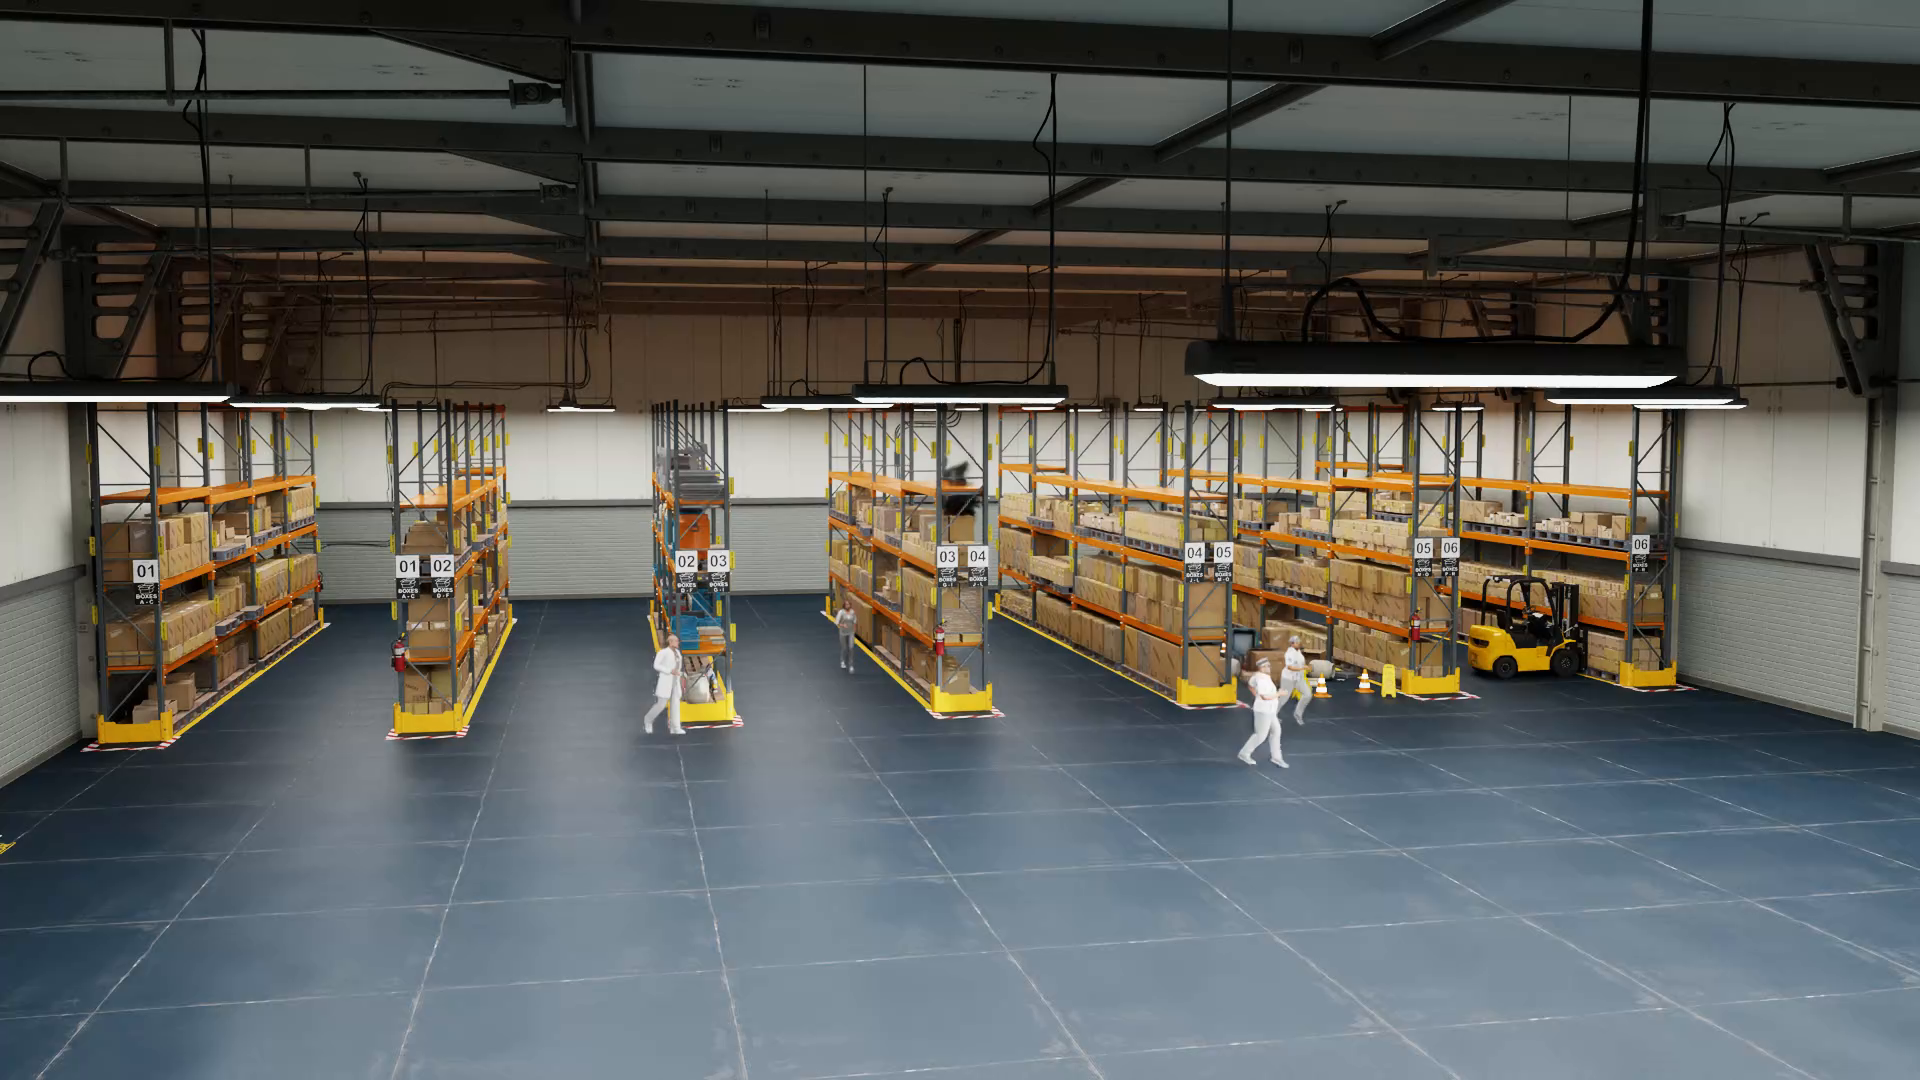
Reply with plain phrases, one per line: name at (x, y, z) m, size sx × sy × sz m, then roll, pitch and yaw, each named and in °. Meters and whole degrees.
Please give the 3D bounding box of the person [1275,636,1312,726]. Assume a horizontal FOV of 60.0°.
person at (6.127, 2.588, 30.662) m, size 0.856 × 1.684 × 0.613 m, roll 4°, pitch 6°, yaw 41°

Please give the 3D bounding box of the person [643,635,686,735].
person at (-5.146, 2.581, 29.784) m, size 1.033 × 1.734 × 0.747 m, roll 3°, pitch 5°, yaw 38°

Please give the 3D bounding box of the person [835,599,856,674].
person at (-2.539, 2.135, 37.085) m, size 0.529 × 1.606 × 0.795 m, roll -1°, pitch 4°, yaw -14°

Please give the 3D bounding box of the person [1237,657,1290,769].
person at (4.924, 2.796, 26.908) m, size 0.834 × 1.823 × 0.651 m, roll 1°, pitch 4°, yaw 14°

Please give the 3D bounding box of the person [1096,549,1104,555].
person at (4.210, 1.088, 50.688) m, size 0.539 × 1.626 × 0.580 m, roll -1°, pitch 4°, yaw -14°
